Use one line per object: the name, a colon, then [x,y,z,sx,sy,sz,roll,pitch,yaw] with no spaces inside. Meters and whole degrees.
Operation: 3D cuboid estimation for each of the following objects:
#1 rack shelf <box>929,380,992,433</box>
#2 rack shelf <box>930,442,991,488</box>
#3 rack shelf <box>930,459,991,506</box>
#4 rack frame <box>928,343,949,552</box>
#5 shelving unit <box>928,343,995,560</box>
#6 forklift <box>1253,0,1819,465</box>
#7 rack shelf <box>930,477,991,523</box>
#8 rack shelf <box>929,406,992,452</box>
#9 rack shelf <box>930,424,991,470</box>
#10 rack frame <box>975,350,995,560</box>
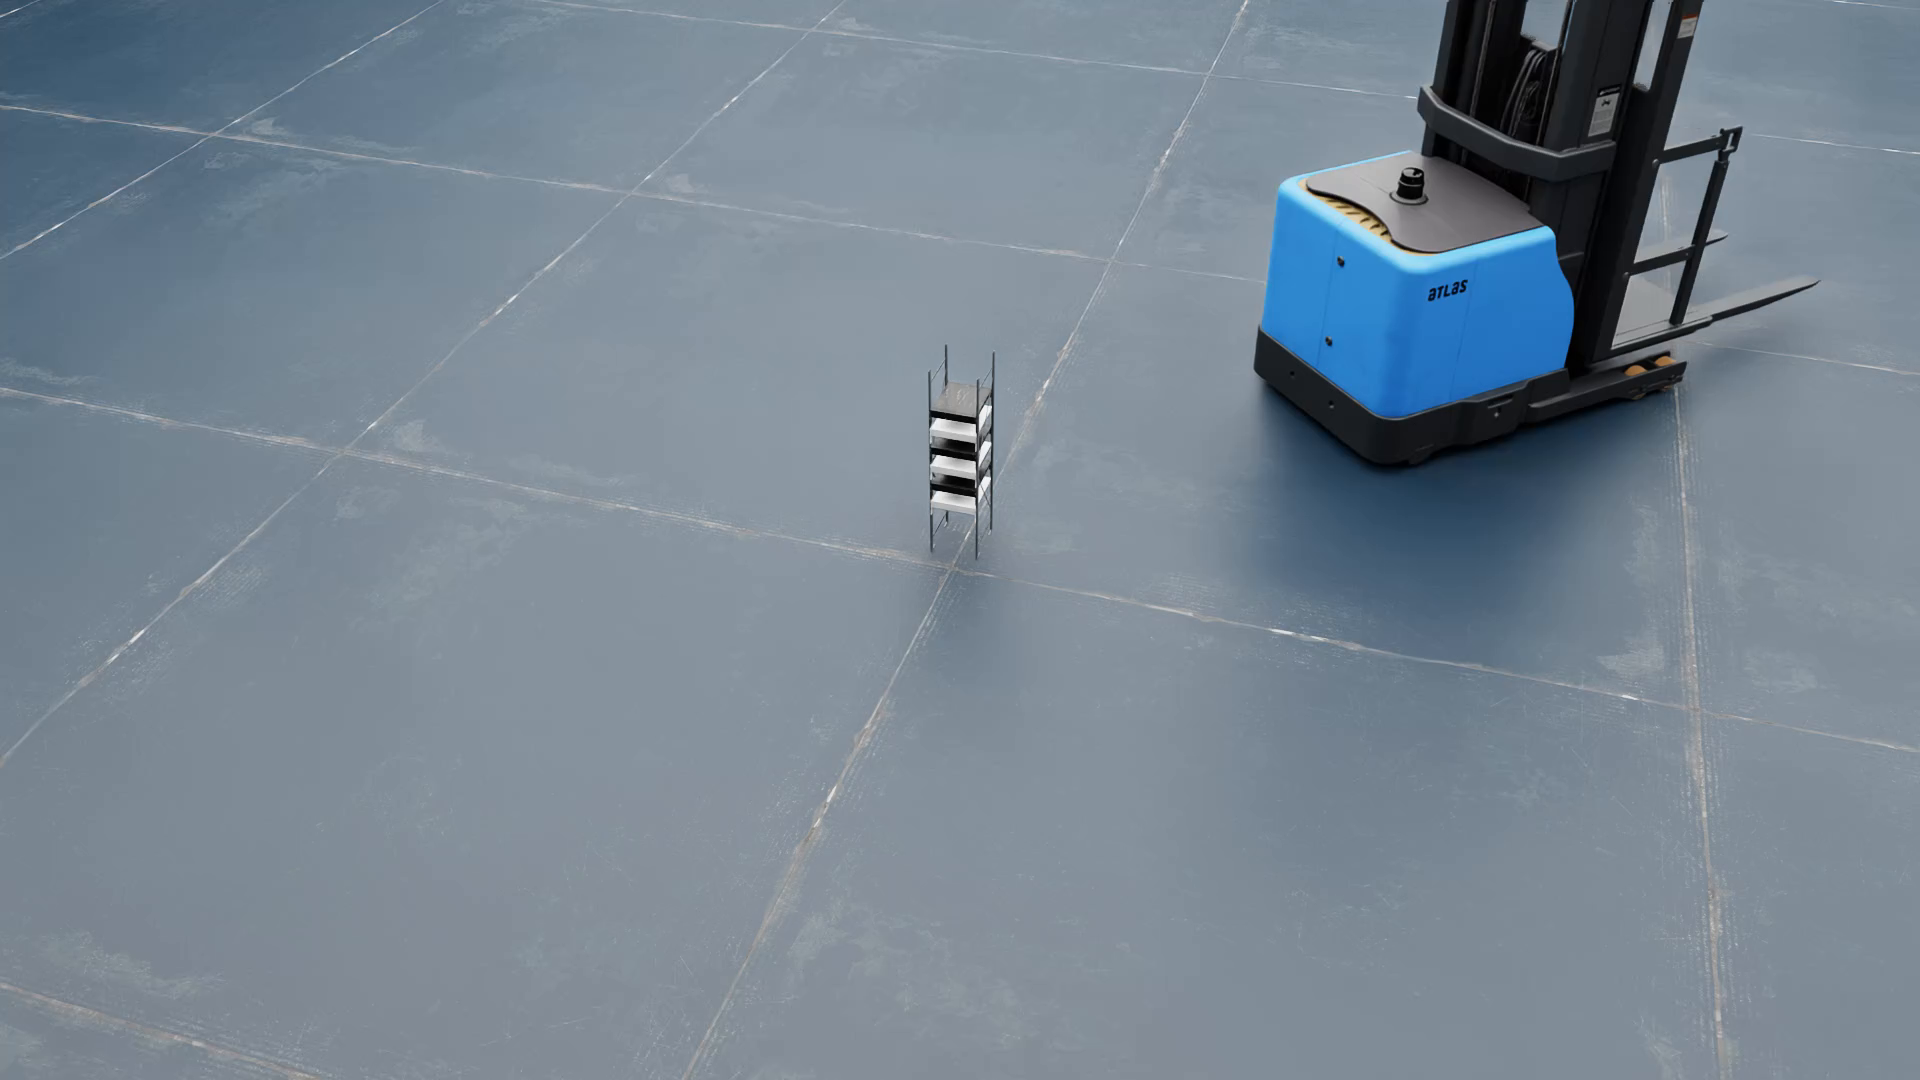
rack shelf: [0.008,-0.552,6.841,0.200,0.077,0.258,10,38,14]
rack shelf: [0.008,-0.334,7.001,0.200,0.077,0.258,10,38,14]
rack shelf: [0.008,-0.262,7.054,0.200,0.077,0.258,10,38,14]
rack frame: [-0.089,-0.379,7.006,0.006,0.900,0.240,10,38,14]
shelving unit: [0.008,-0.361,6.981,0.210,0.900,0.258,10,38,14]
forklift: [3.013,-2.132,7.674,3.031,2.935,1.130,-17,40,-21]
rack shelf: [0.008,-0.189,7.108,0.200,0.077,0.258,10,38,14]
rack shelf: [0.008,-0.479,6.894,0.200,0.077,0.258,10,38,14]
rack shelf: [0.008,-0.407,6.948,0.200,0.077,0.258,10,38,14]
rack frame: [0.105,-0.343,6.957,0.006,0.900,0.240,10,38,14]
